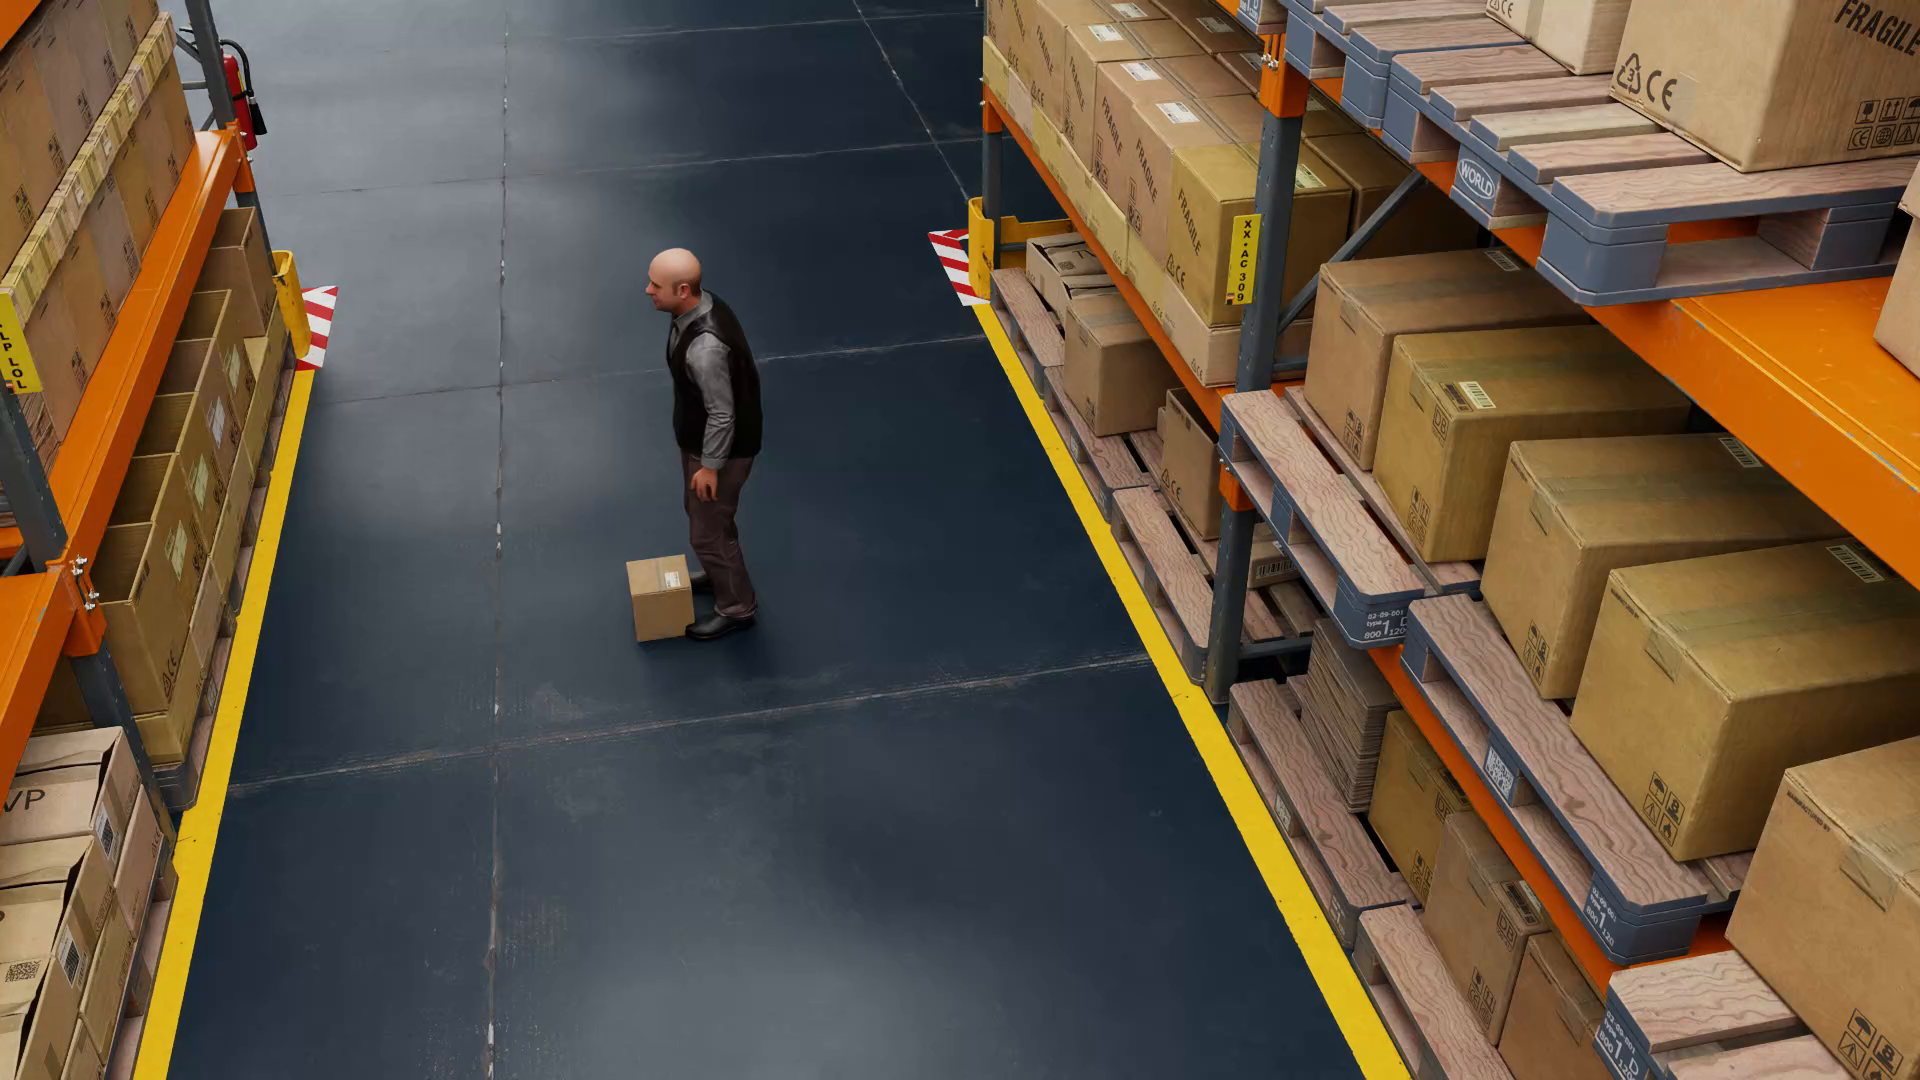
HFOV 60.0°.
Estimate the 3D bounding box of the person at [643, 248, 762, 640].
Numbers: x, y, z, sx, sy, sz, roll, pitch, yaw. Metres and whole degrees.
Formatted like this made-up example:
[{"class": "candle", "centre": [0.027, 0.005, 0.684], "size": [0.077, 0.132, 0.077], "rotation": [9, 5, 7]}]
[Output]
[{"class": "person", "centre": [-1.006, -0.398, 6.752], "size": [0.412, 1.721, 0.587], "rotation": [-8, 35, -11]}]
